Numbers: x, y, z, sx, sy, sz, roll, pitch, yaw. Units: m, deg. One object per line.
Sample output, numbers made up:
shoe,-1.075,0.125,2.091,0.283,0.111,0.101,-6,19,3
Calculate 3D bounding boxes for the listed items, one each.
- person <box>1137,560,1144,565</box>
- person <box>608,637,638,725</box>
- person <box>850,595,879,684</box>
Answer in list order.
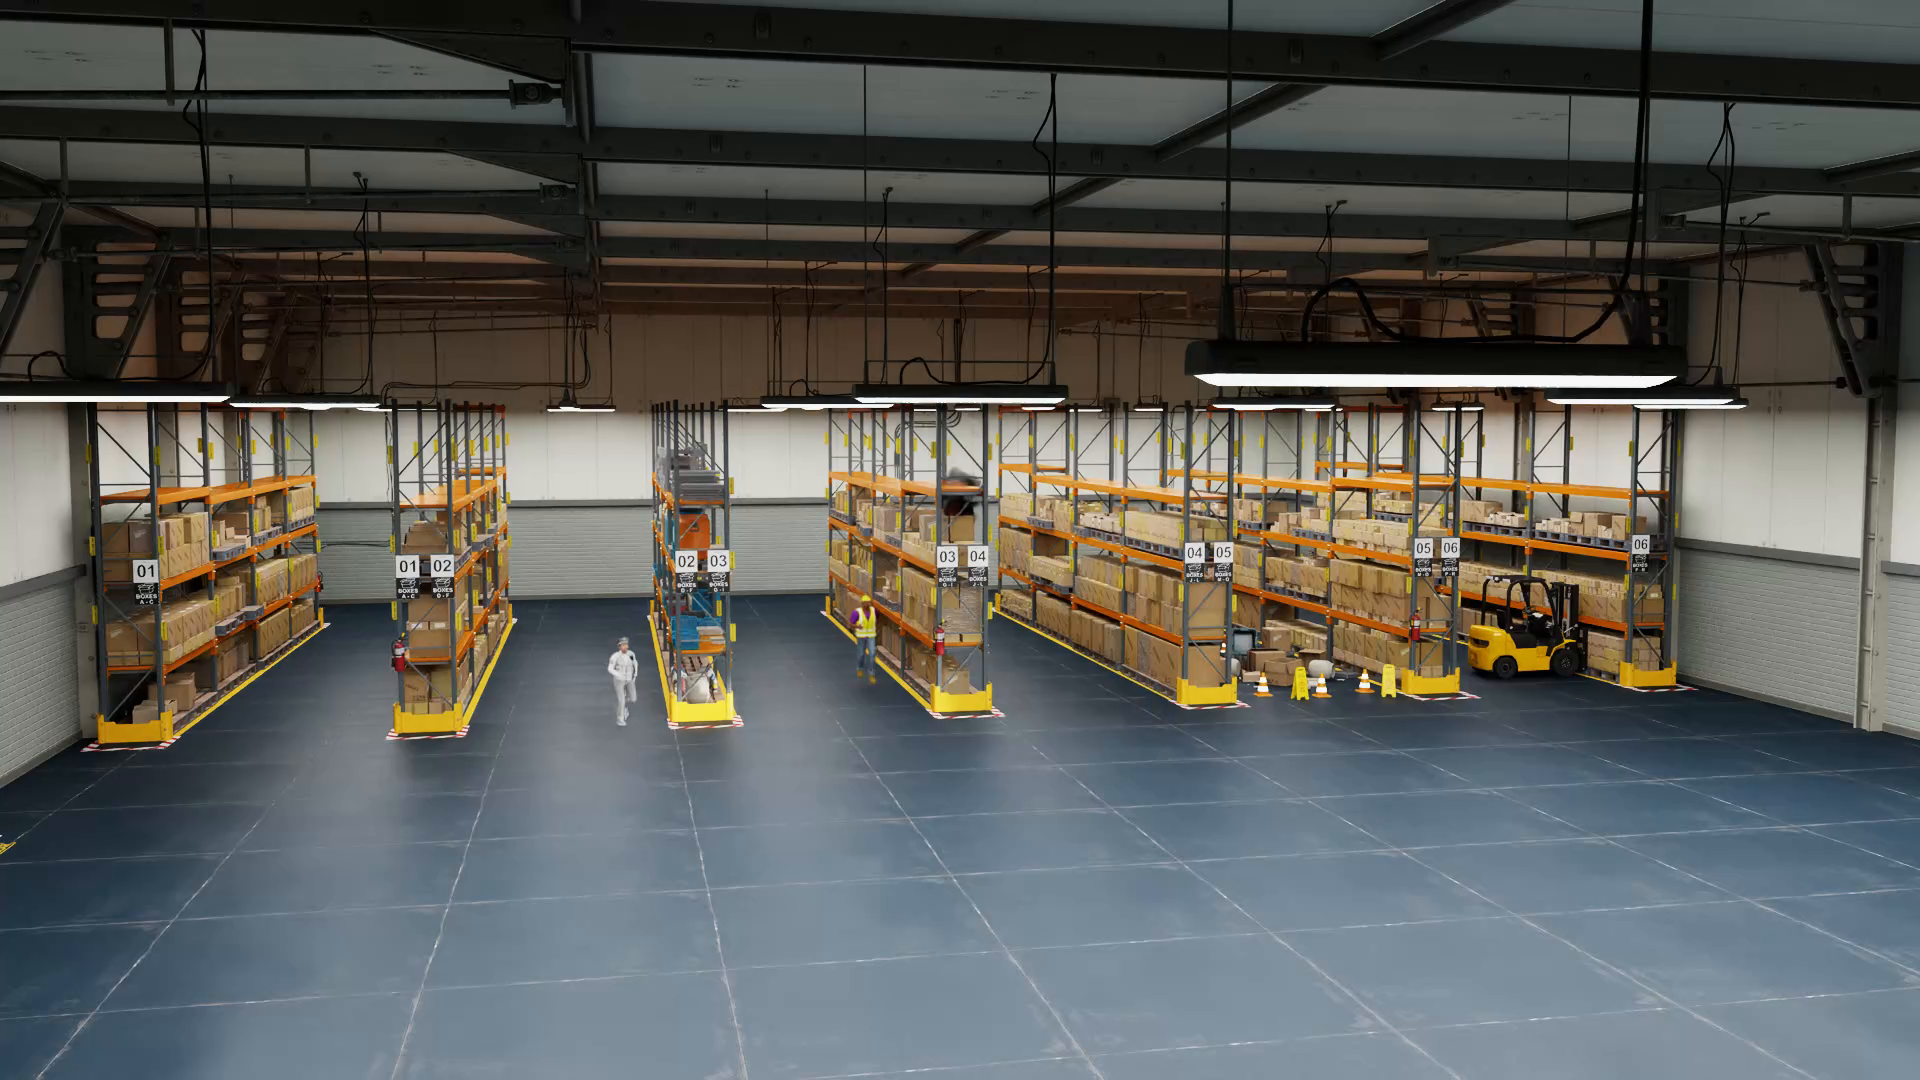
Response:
person,4.912,1.405,45.748,0.749,1.740,0.636,-2,5,-22
person,-6.161,2.594,30.593,0.623,1.645,0.580,-3,5,-33
person,-1.969,2.022,34.387,0.640,1.796,0.890,-1,4,-11
